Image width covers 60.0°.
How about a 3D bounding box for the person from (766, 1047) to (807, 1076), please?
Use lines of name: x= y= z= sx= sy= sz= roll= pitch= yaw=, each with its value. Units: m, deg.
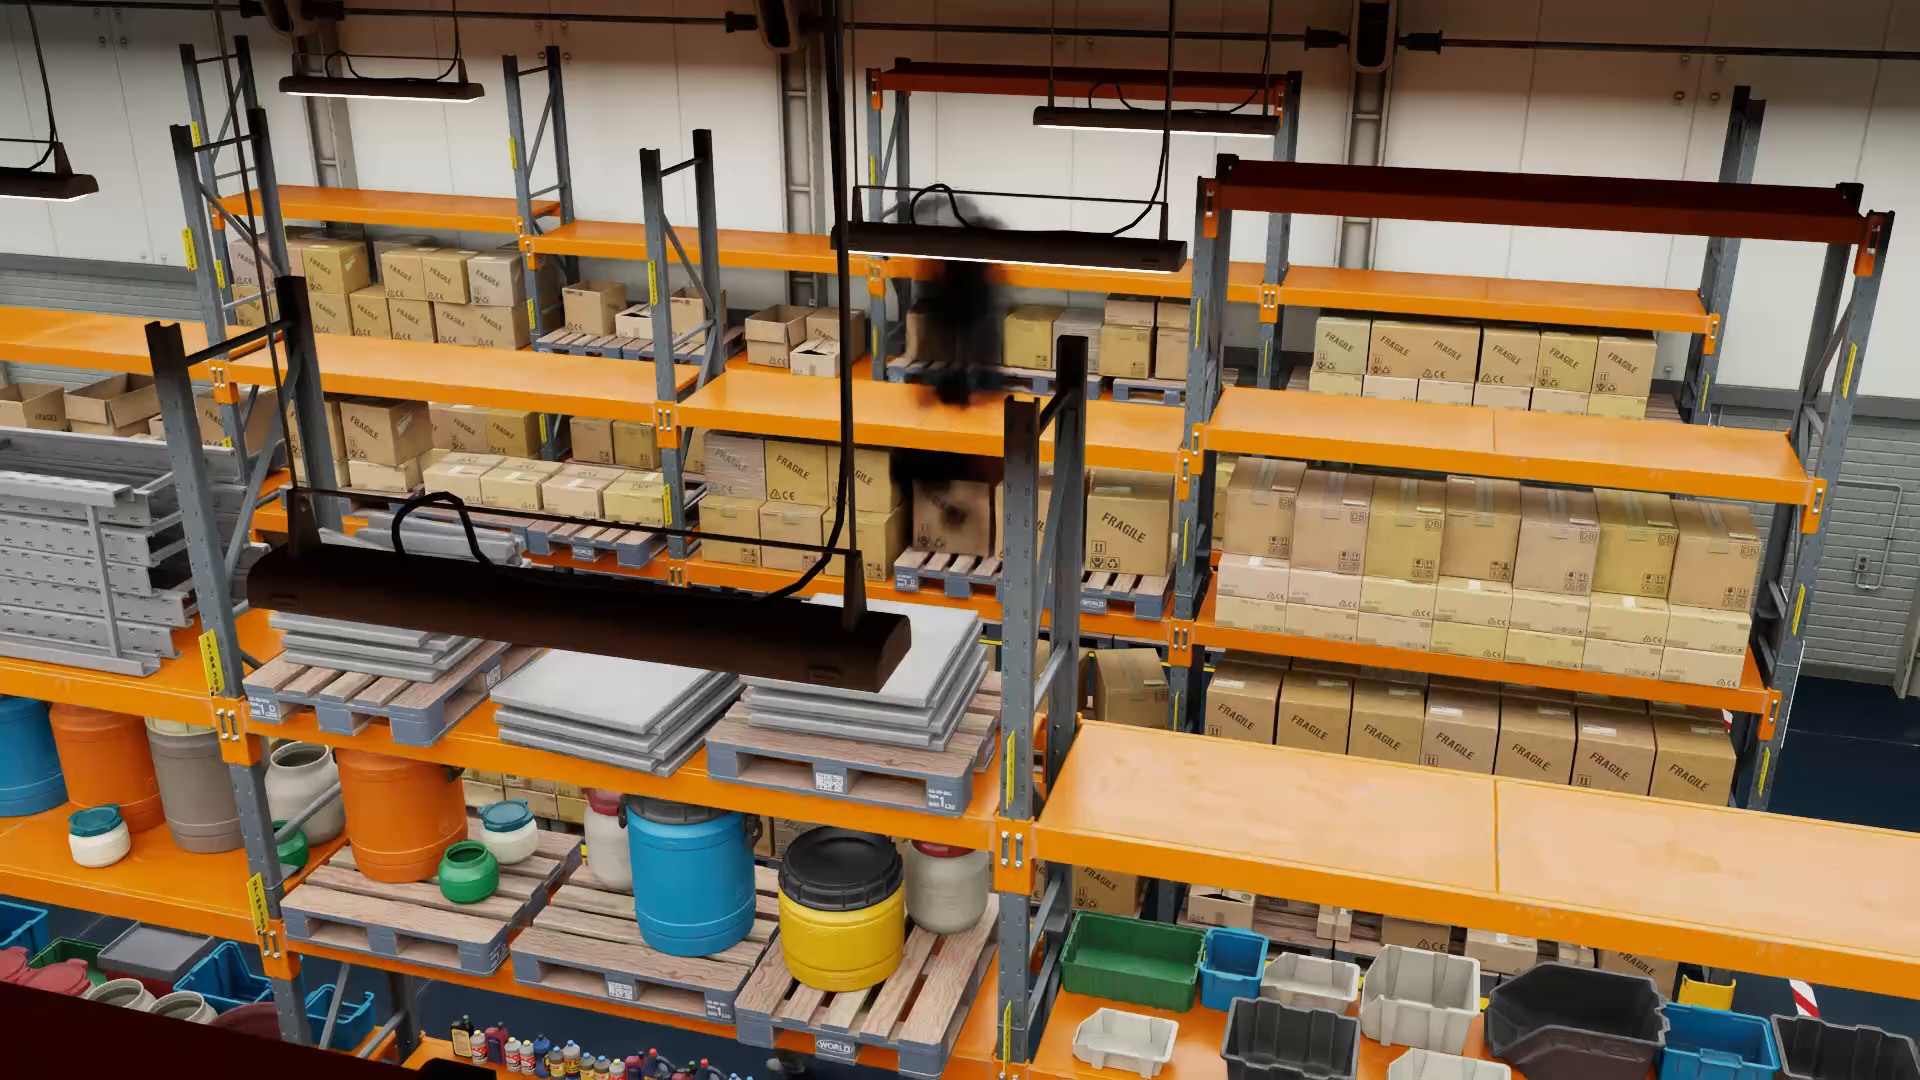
person: x=-1.253 y=2.985 z=11.421 sx=0.739 sy=1.706 sz=0.649 roll=5 pitch=23 yaw=12
